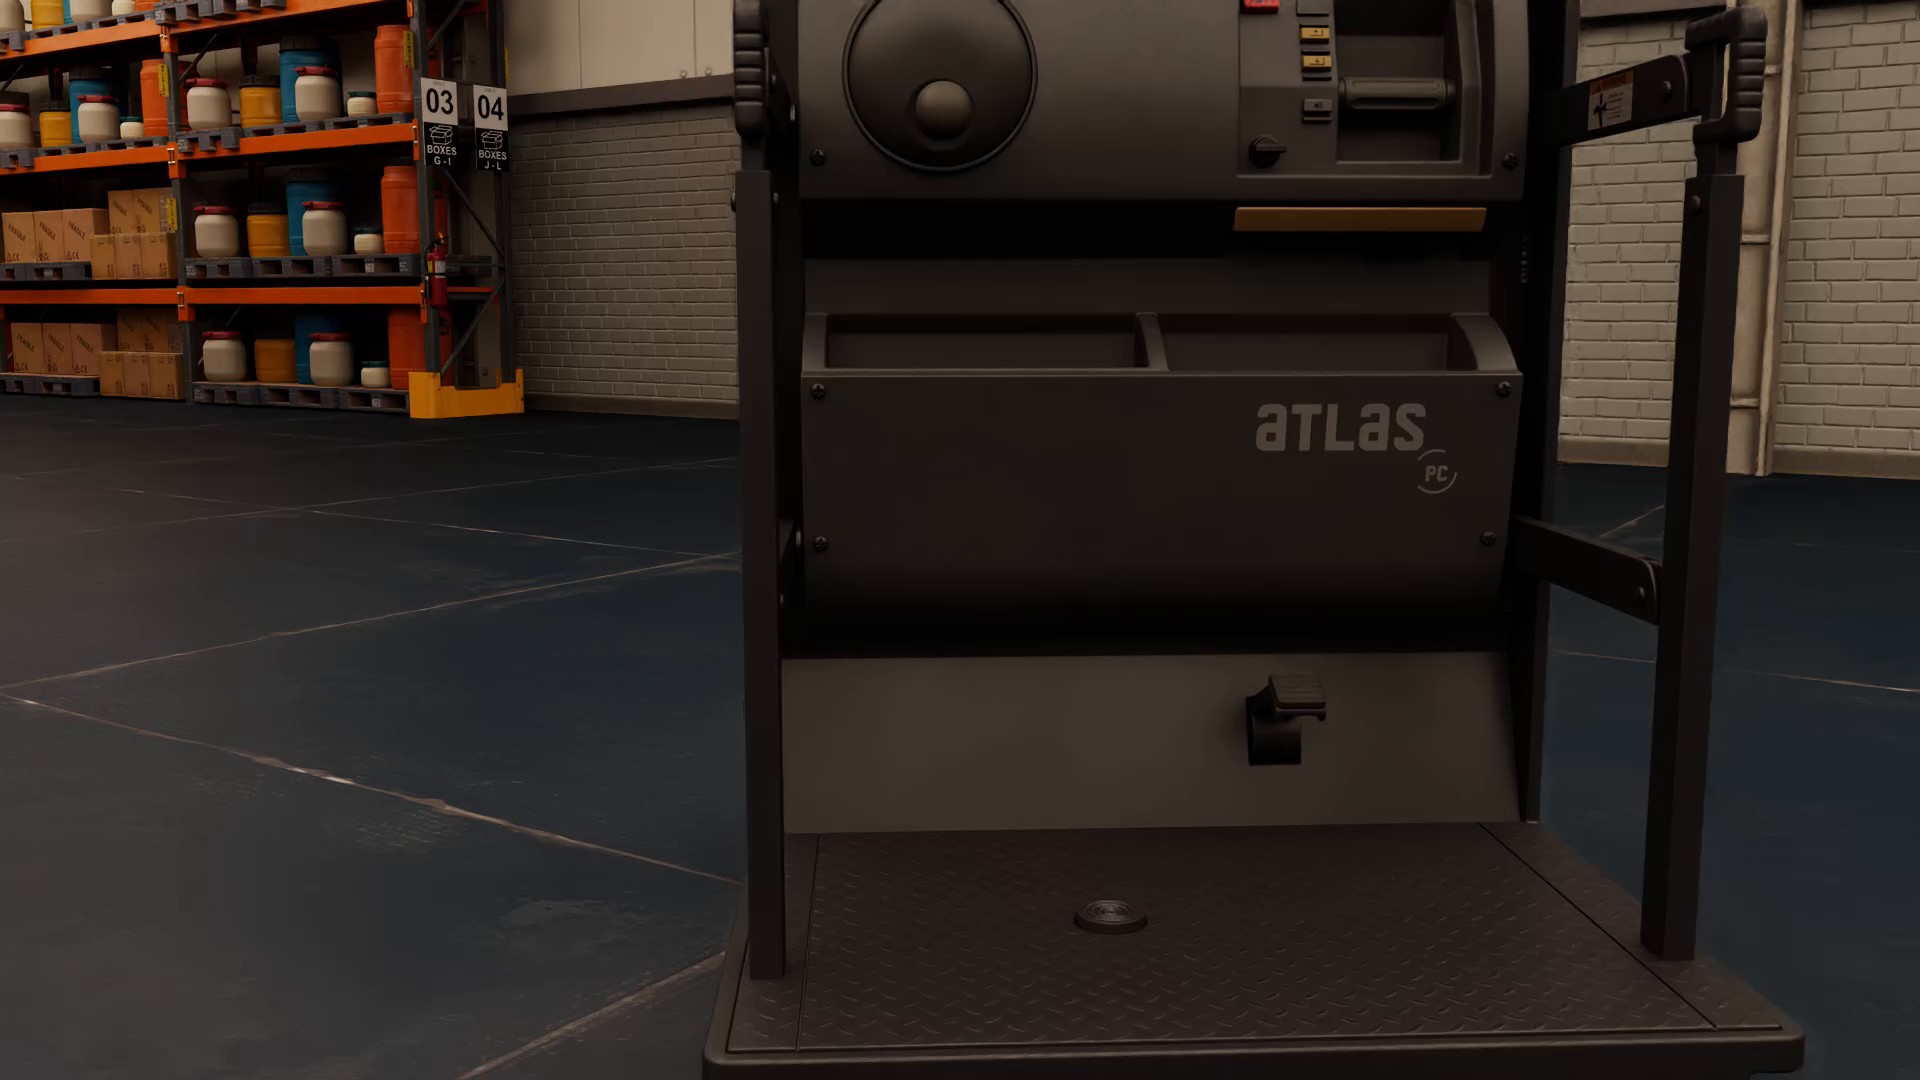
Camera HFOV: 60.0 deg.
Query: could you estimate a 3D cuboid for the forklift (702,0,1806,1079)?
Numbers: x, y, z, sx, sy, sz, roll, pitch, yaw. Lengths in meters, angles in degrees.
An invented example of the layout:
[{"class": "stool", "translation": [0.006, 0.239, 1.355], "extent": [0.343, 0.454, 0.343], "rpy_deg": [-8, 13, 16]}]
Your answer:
[{"class": "forklift", "translation": [0.273, -0.672, 1.919], "extent": [1.130, 2.935, 3.031], "rpy_deg": [0, 8, -3]}]
